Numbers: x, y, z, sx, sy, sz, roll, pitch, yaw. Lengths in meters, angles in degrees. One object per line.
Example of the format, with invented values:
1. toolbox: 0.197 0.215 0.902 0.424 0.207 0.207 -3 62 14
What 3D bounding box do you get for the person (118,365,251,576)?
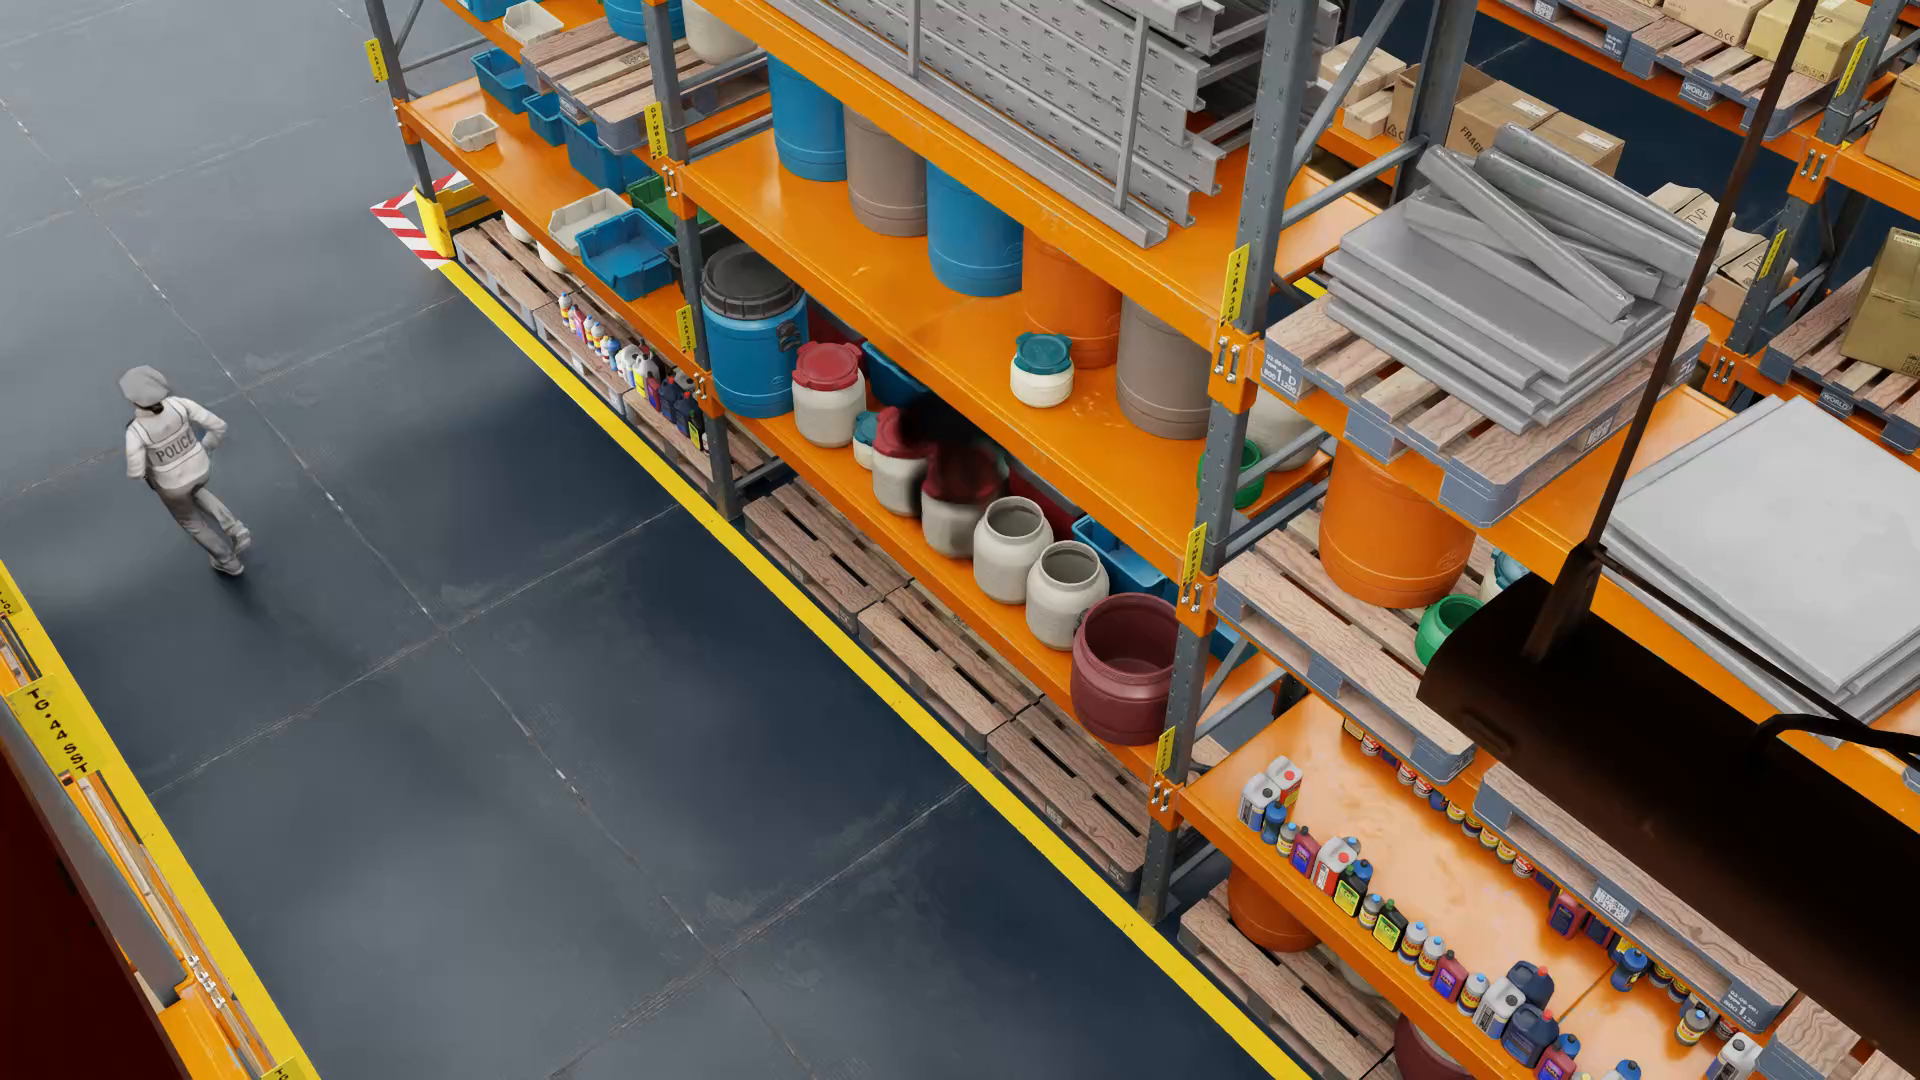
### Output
1. person: -4.818 -0.436 10.242 0.541 1.655 0.608 26 52 23
